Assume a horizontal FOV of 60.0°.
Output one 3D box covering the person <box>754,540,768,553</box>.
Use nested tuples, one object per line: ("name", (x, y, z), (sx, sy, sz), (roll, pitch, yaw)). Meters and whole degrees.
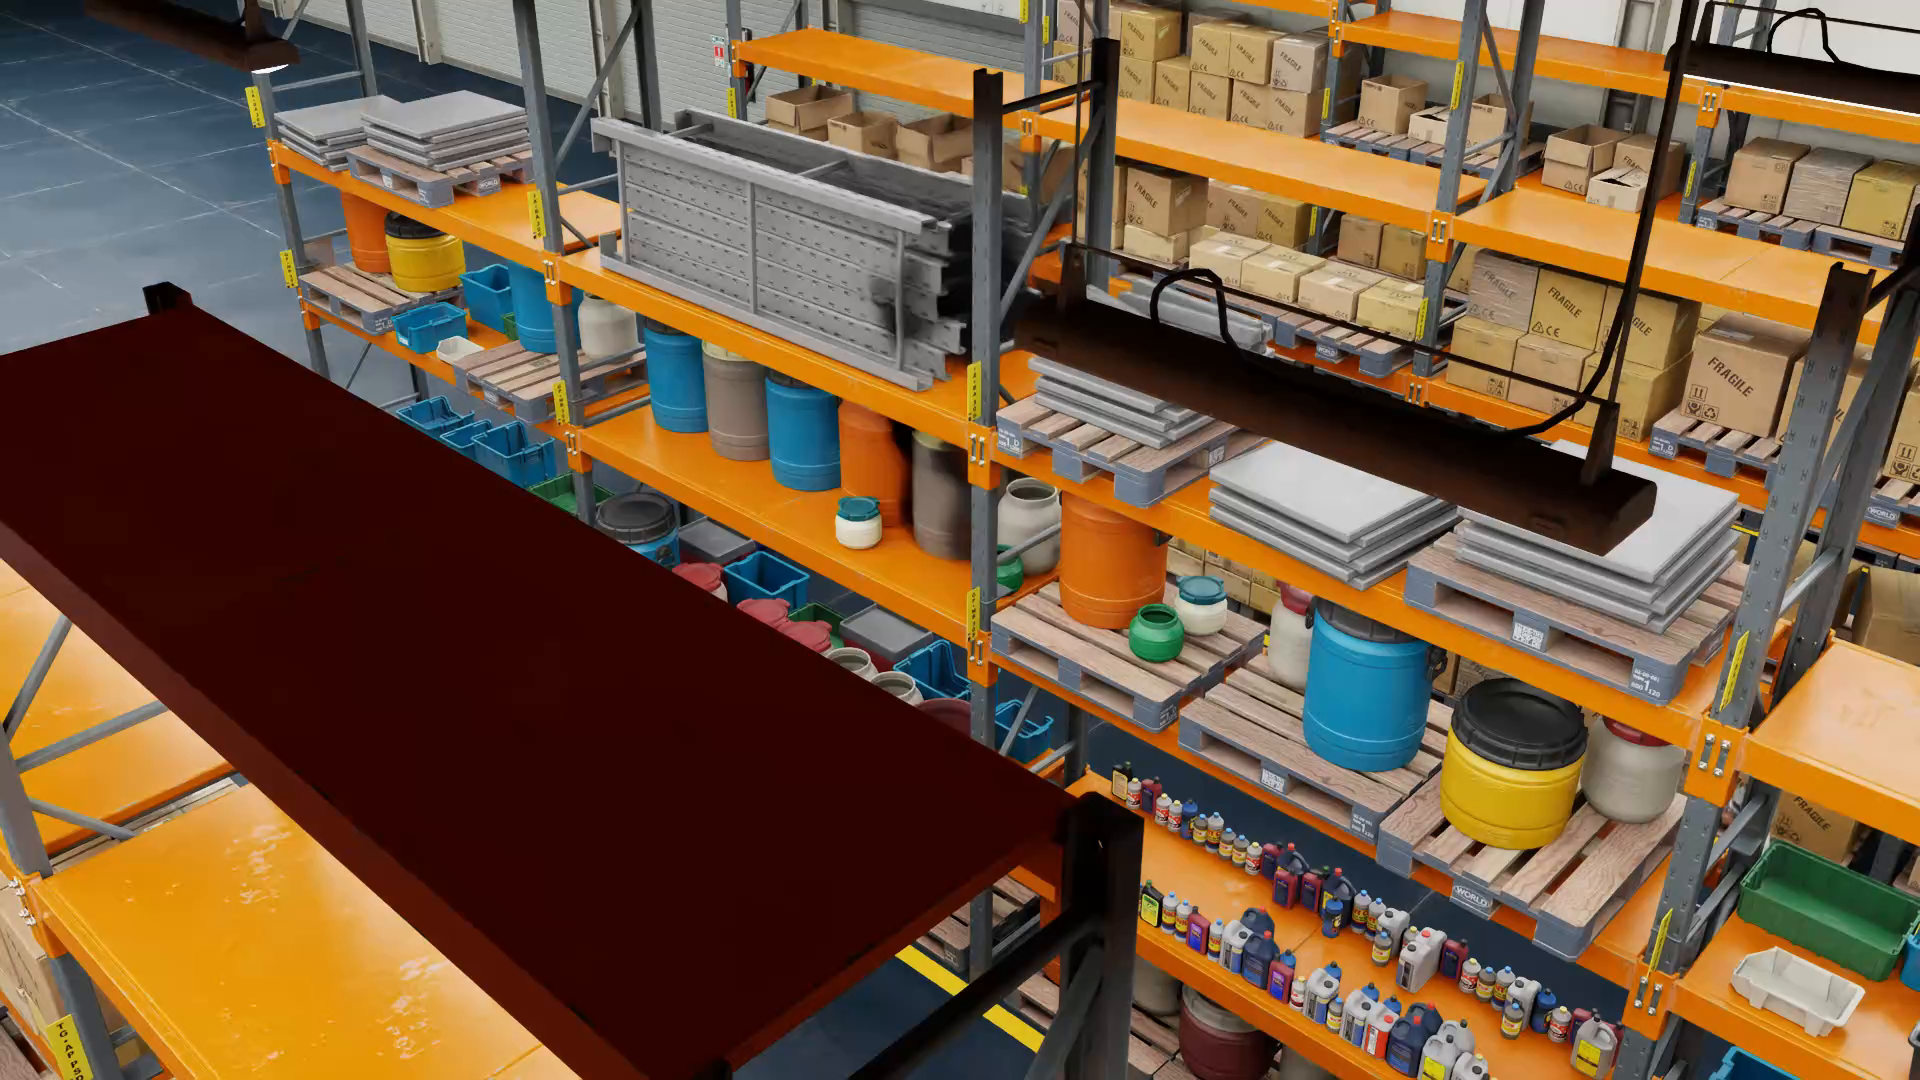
("person", (-1.839, -0.008, 14.624), (0.646, 1.599, 0.613), (21, 36, 32))

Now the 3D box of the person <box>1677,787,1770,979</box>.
("person", (4.968, 2.326, 10.470), (0.947, 1.682, 0.619), (21, 35, 32))
